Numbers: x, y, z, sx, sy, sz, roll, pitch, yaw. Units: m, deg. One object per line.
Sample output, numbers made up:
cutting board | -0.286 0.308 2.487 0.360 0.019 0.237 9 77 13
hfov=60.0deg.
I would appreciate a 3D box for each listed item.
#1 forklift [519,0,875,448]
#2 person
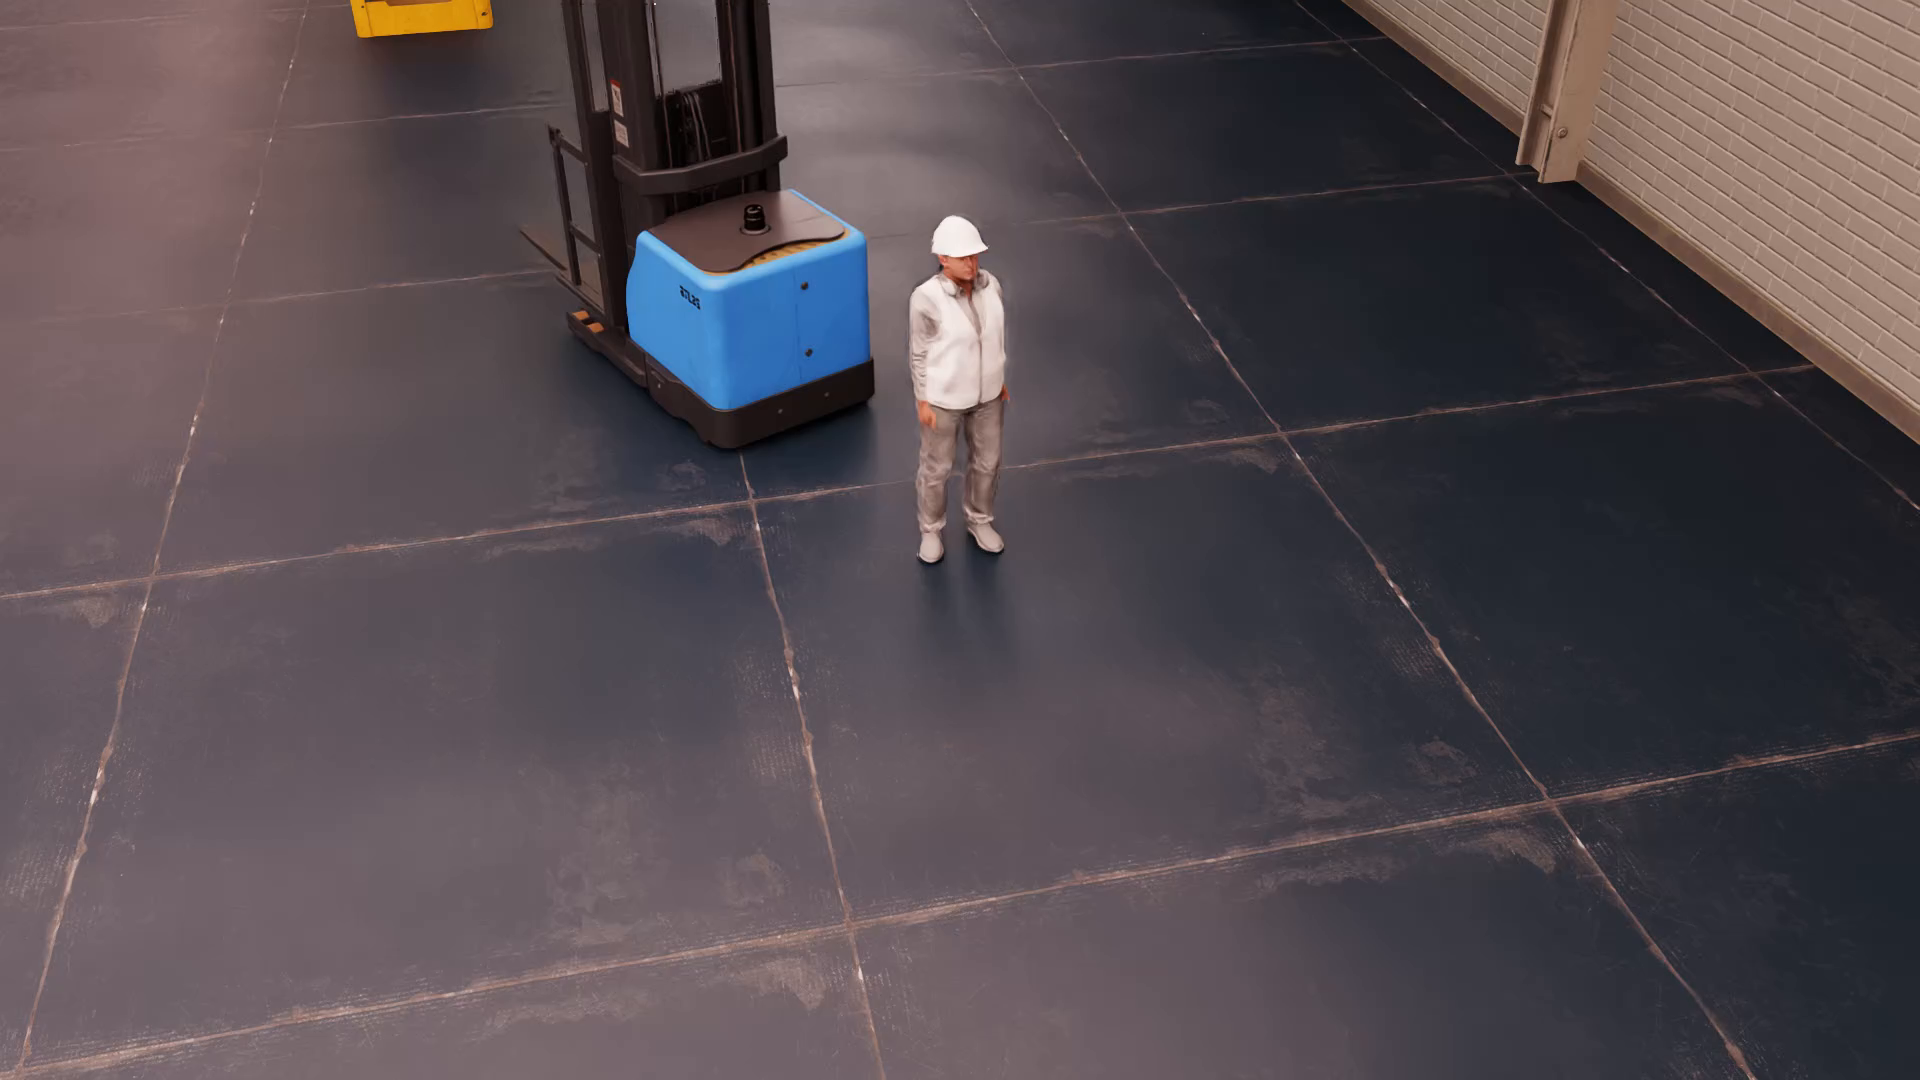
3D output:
forklift | -1.773 -2.502 9.527 1.130 2.935 3.031 -23 42 -29
person | 0.018 -0.711 8.034 0.542 1.772 0.408 -23 42 -29
